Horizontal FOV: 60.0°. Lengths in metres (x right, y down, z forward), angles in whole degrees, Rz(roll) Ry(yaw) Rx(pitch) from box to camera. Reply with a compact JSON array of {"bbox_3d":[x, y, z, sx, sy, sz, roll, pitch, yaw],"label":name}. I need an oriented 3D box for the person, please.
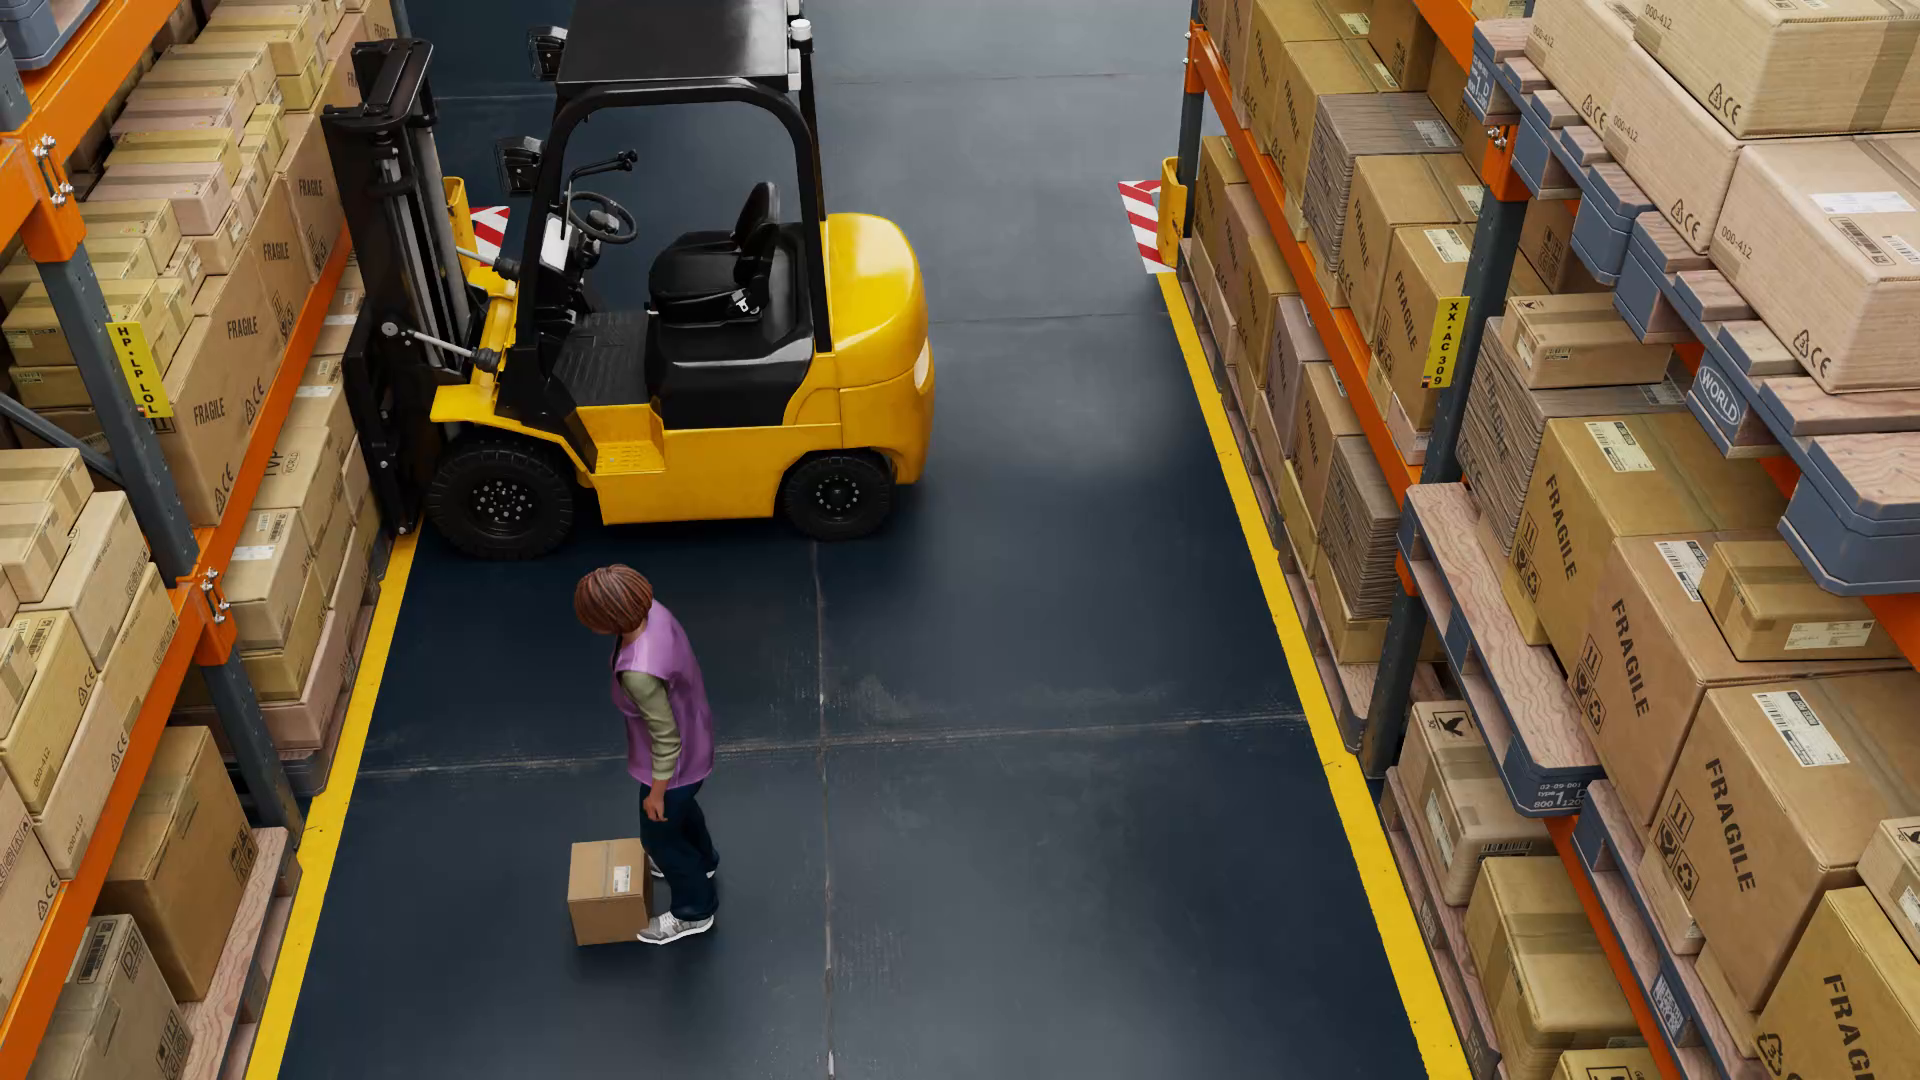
[{"bbox_3d":[-0.961,0.680,5.344,0.351,1.592,0.483,-6,40,-7],"label":"person"}]
